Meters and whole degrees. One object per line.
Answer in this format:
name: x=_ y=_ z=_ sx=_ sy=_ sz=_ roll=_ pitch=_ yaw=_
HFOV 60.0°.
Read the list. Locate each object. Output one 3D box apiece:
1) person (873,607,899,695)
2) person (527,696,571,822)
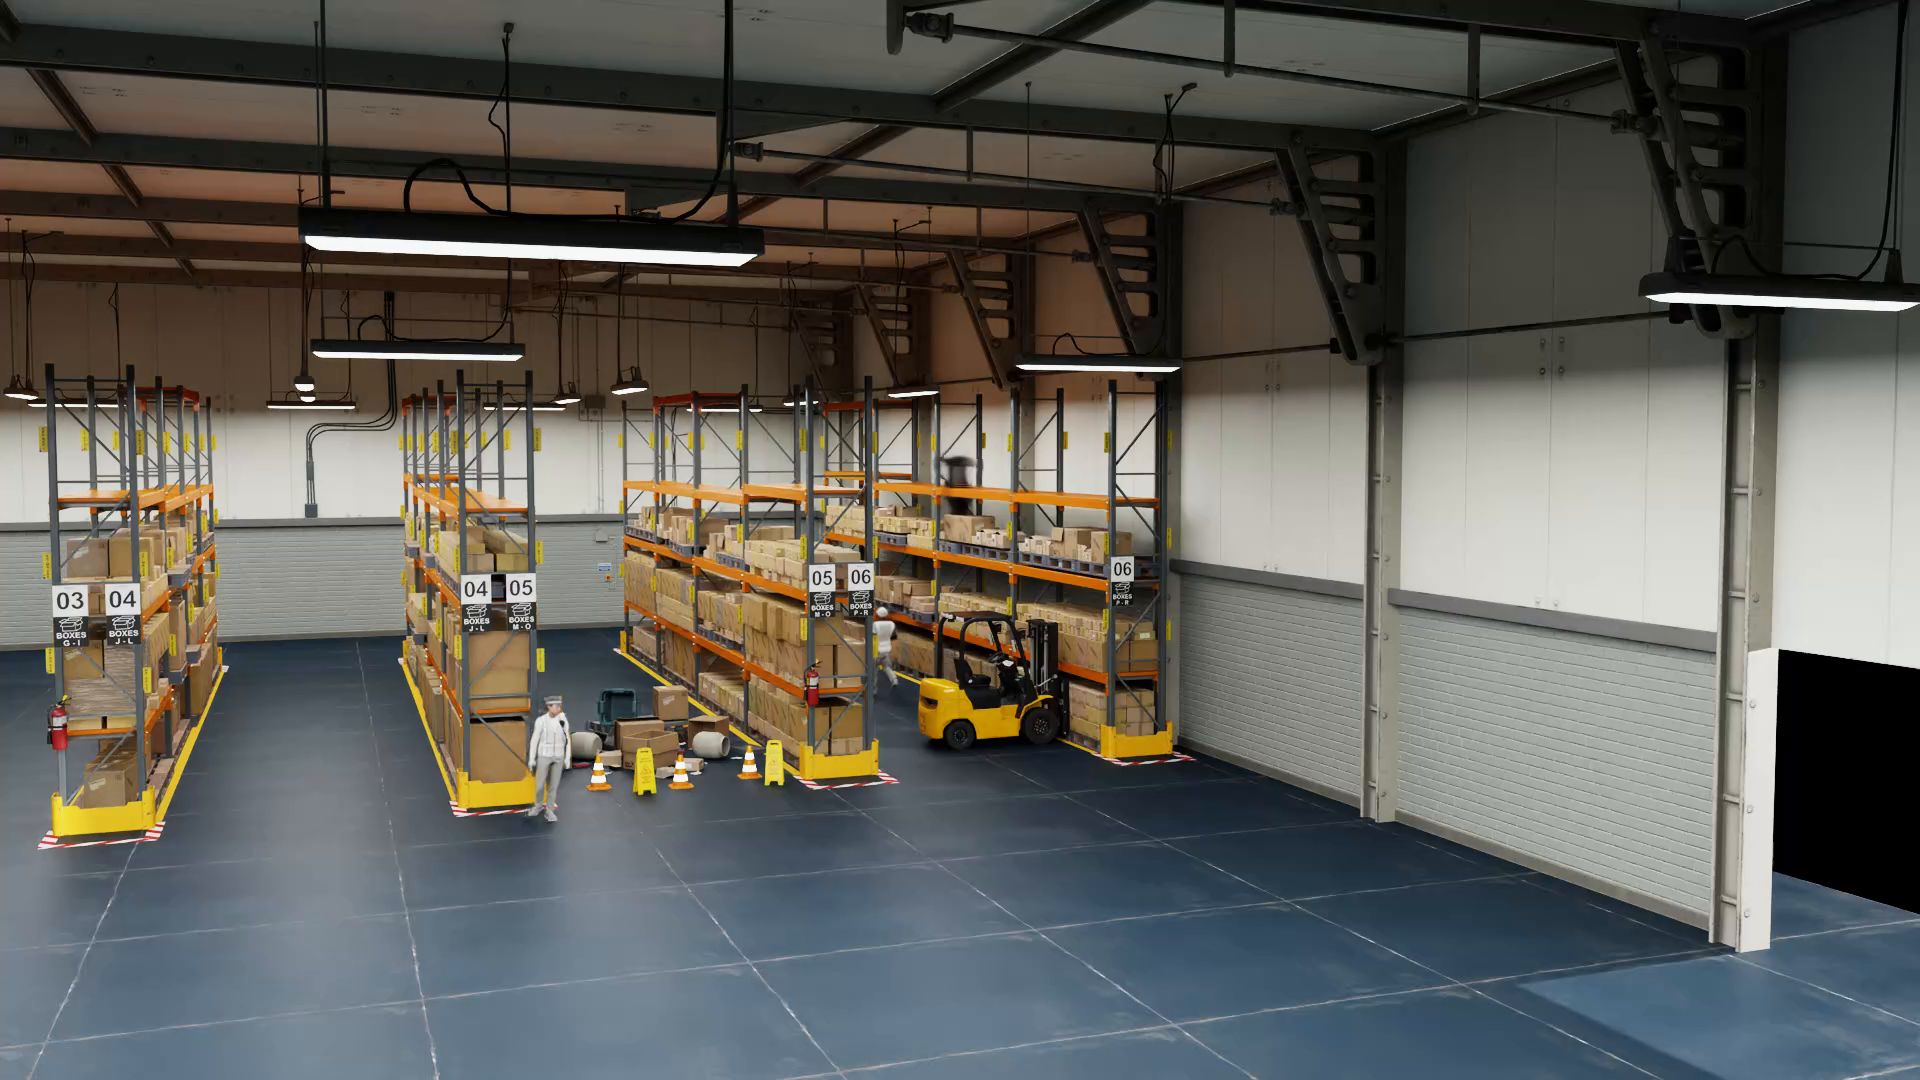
person: x=-1.549 y=2.196 z=32.746 sx=0.702 sy=1.761 sz=0.957 roll=-2 pitch=4 yaw=-30
person: x=-5.431 y=2.877 z=21.970 sx=0.560 sy=1.663 sz=0.448 roll=-2 pitch=4 yaw=-31
